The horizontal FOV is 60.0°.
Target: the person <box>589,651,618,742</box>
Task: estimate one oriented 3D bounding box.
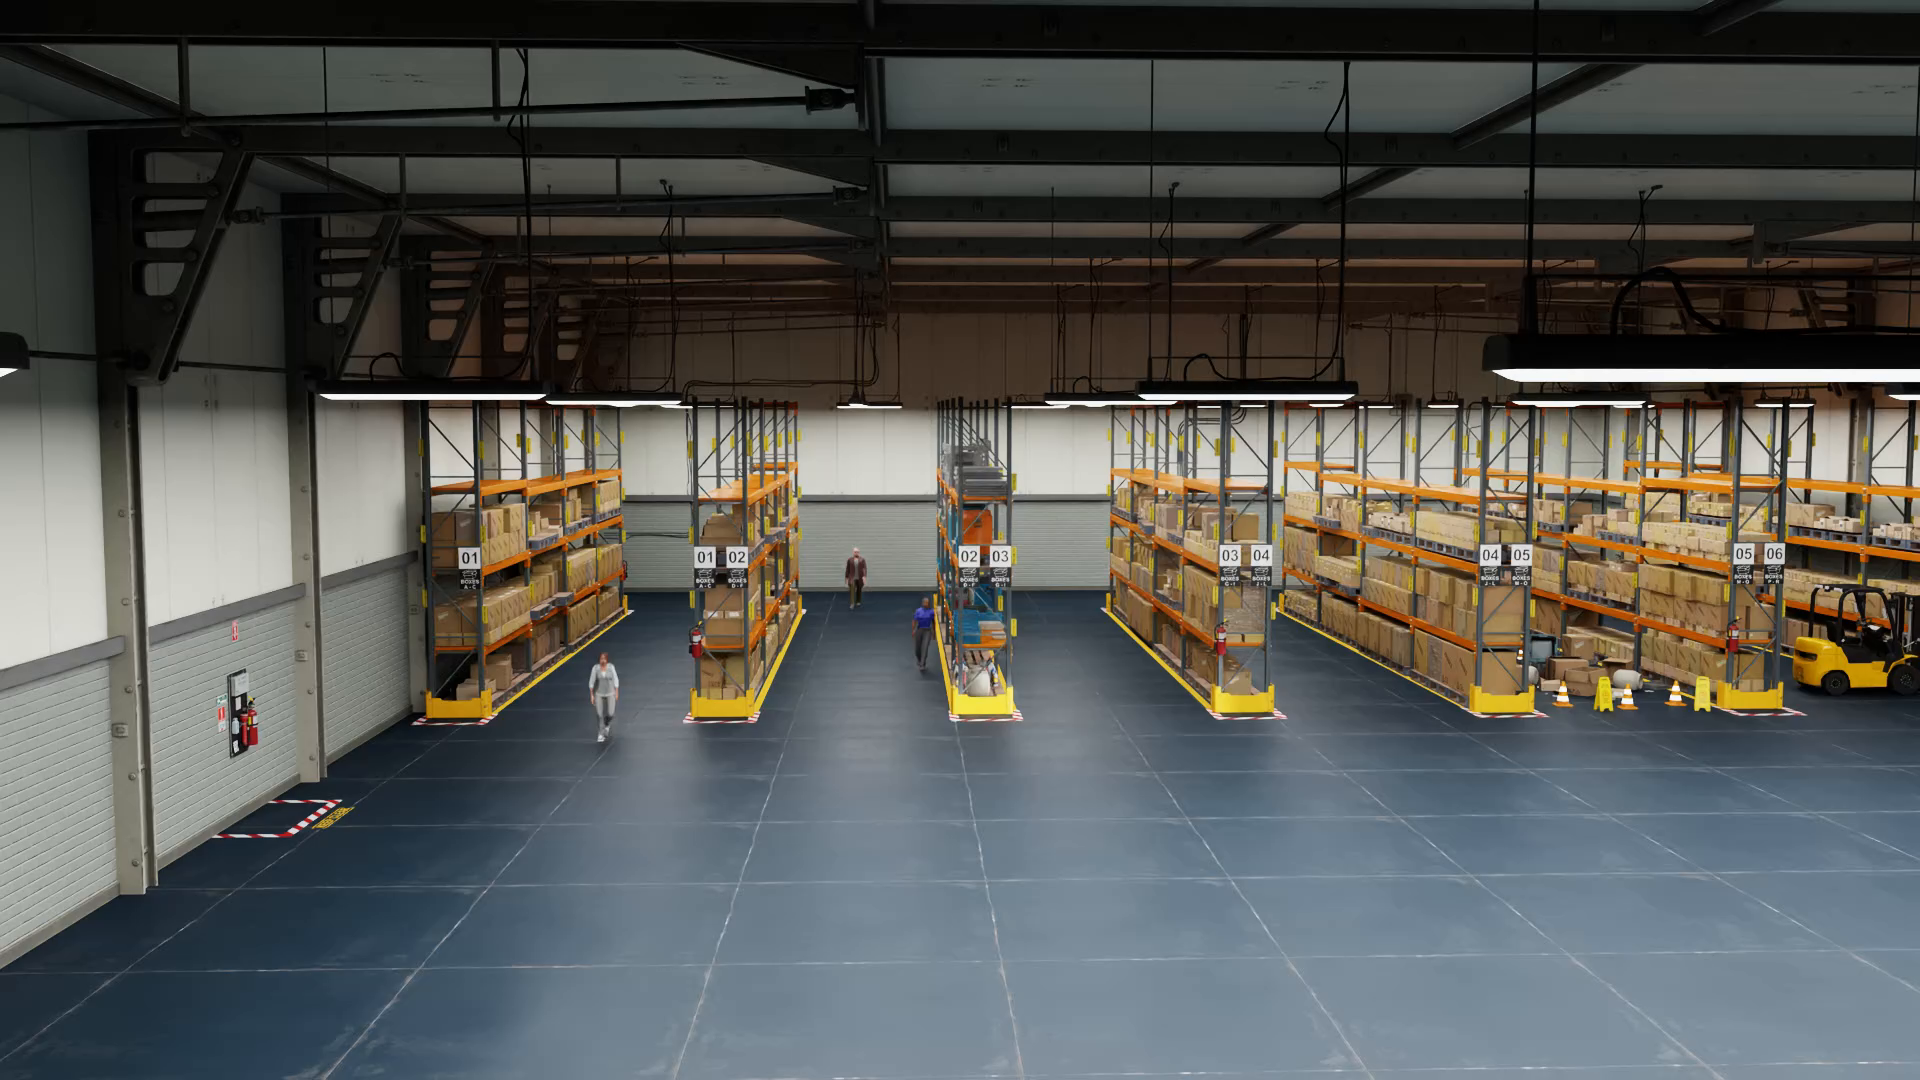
[{"bbox_3d":[-6.209,2.714,28.995,0.501,1.573,0.475,-1,4,-11],"label":"person"}]

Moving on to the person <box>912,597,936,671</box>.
[{"bbox_3d":[-0.801,2.068,36.874,0.526,1.611,0.934,0,4,-1],"label":"person"}]

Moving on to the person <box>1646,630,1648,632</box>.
[{"bbox_3d":[18.176,1.577,43.097,0.474,1.707,0.536,-2,5,-24],"label":"person"}]

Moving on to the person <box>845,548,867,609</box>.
[{"bbox_3d":[-3.015,1.106,48.291,0.633,1.715,1.115,-1,4,-7],"label":"person"}]
